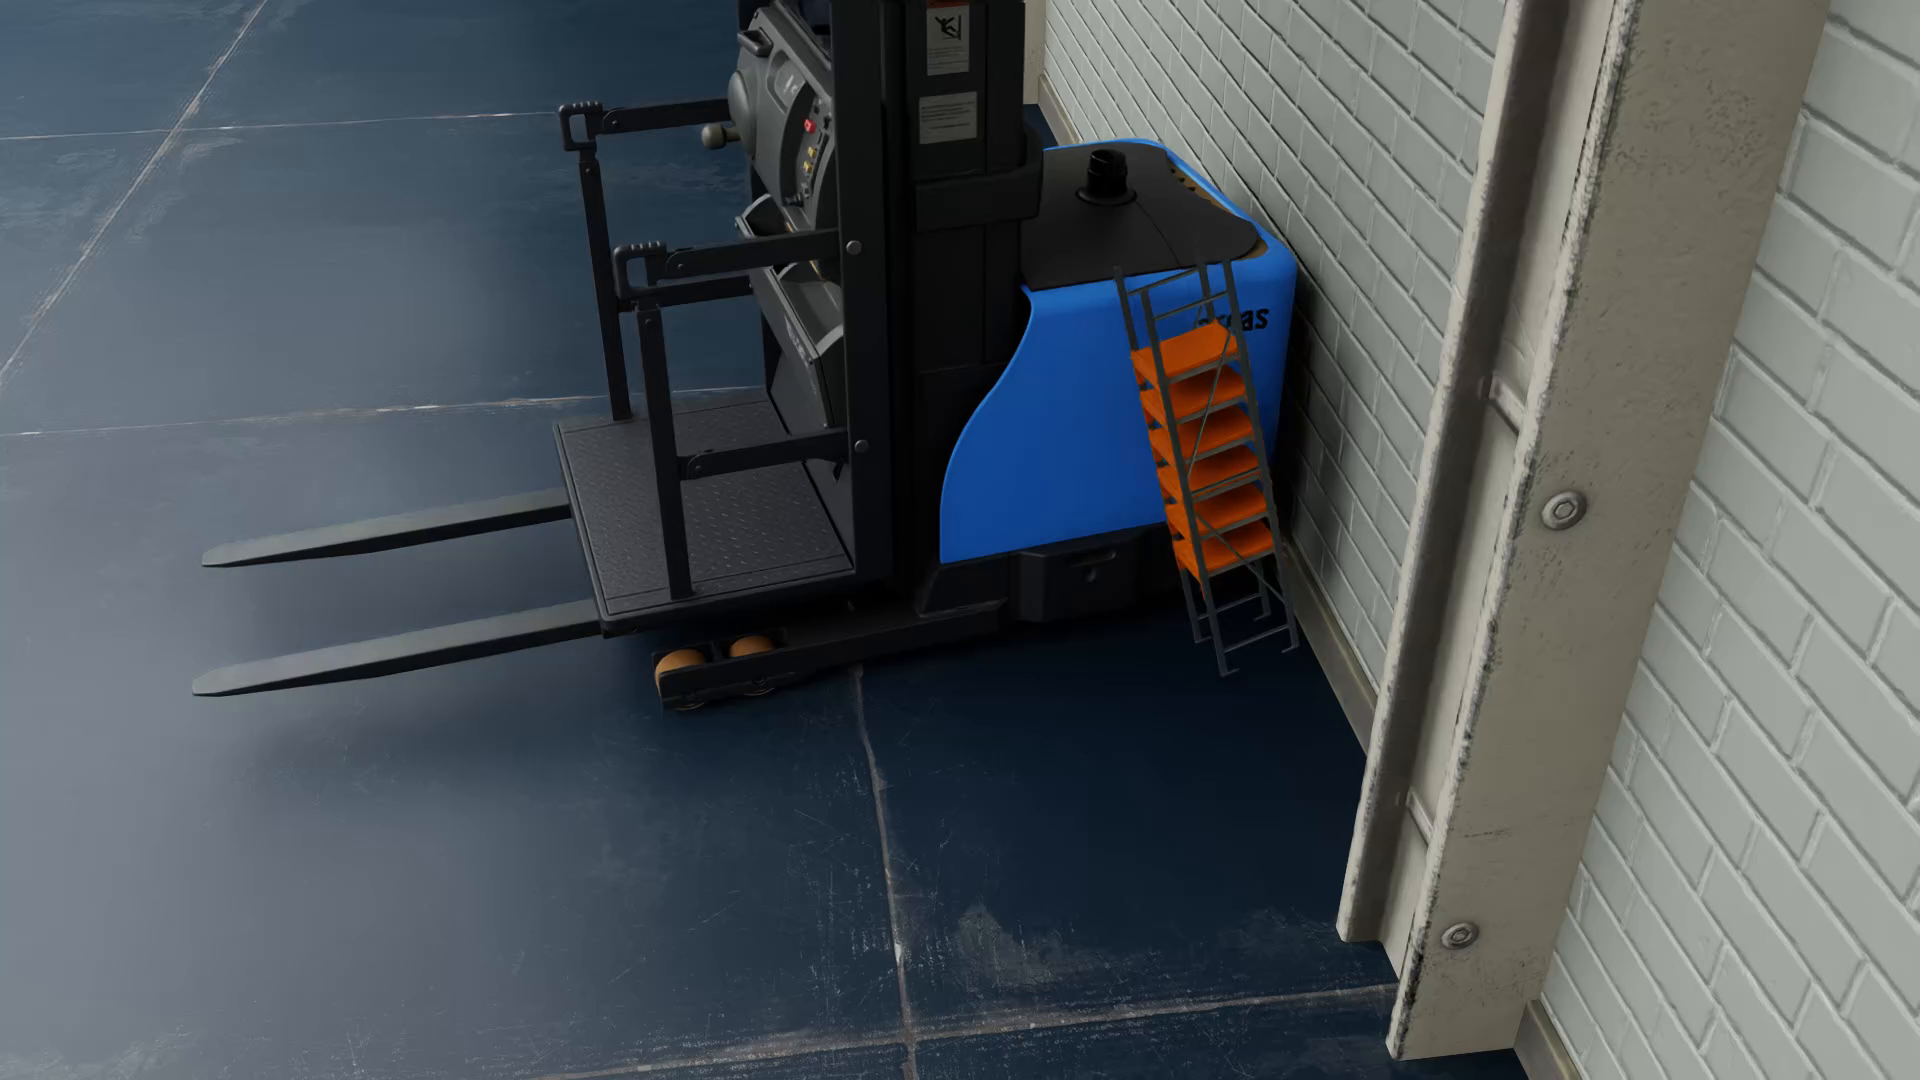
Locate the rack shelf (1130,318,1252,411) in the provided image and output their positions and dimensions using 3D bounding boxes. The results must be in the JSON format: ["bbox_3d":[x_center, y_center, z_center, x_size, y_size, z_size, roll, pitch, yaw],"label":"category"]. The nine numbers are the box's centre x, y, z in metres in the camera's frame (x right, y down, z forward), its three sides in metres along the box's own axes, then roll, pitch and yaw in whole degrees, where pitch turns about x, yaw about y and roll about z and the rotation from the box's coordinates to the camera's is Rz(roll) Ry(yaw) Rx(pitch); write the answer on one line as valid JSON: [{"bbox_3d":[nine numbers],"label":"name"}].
[{"bbox_3d":[0.591,-0.452,4.264,0.258,0.103,0.180,-21,31,-7],"label":"rack shelf"}]

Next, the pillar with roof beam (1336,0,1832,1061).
[{"bbox_3d":[-3.202,-2.388,0.763,9.100,9.000,0.400,-4,35,-6],"label":"pillar with roof beam"}]

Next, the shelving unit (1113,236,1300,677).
[{"bbox_3d":[0.669,-0.193,4.427,0.258,1.200,0.189,-21,31,-7],"label":"shelving unit"}]

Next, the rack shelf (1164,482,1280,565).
[{"bbox_3d":[0.710,-0.058,4.512,0.258,0.103,0.180,-21,31,-7],"label":"rack shelf"}]

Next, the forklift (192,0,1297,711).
[{"bbox_3d":[-0.644,-1.079,4.230,3.031,2.935,1.130,-11,36,-15],"label":"forklift"}]

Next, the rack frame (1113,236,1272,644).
[{"bbox_3d":[0.644,-0.234,4.505,0.240,1.200,0.006,-21,31,-7],"label":"rack frame"}]

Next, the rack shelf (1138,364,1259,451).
[{"bbox_3d":[0.621,-0.353,4.326,0.258,0.103,0.180,-21,31,-7],"label":"rack shelf"}]

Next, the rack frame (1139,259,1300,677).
[{"bbox_3d":[0.694,-0.152,4.350,0.240,1.200,0.006,-21,31,-7],"label":"rack frame"}]

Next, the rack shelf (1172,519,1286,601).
[{"bbox_3d":[0.740,0.040,4.574,0.258,0.103,0.180,-21,31,-7],"label":"rack shelf"}]

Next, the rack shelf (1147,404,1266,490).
[{"bbox_3d":[0.651,-0.255,4.388,0.258,0.103,0.180,-21,31,-7],"label":"rack shelf"}]

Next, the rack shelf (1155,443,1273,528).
[{"bbox_3d":[0.680,-0.157,4.450,0.258,0.103,0.180,-21,31,-7],"label":"rack shelf"}]

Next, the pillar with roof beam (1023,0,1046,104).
[{"bbox_3d":[-4.009,-5.736,5.677,9.100,9.000,0.400,-4,35,-6],"label":"pillar with roof beam"}]
